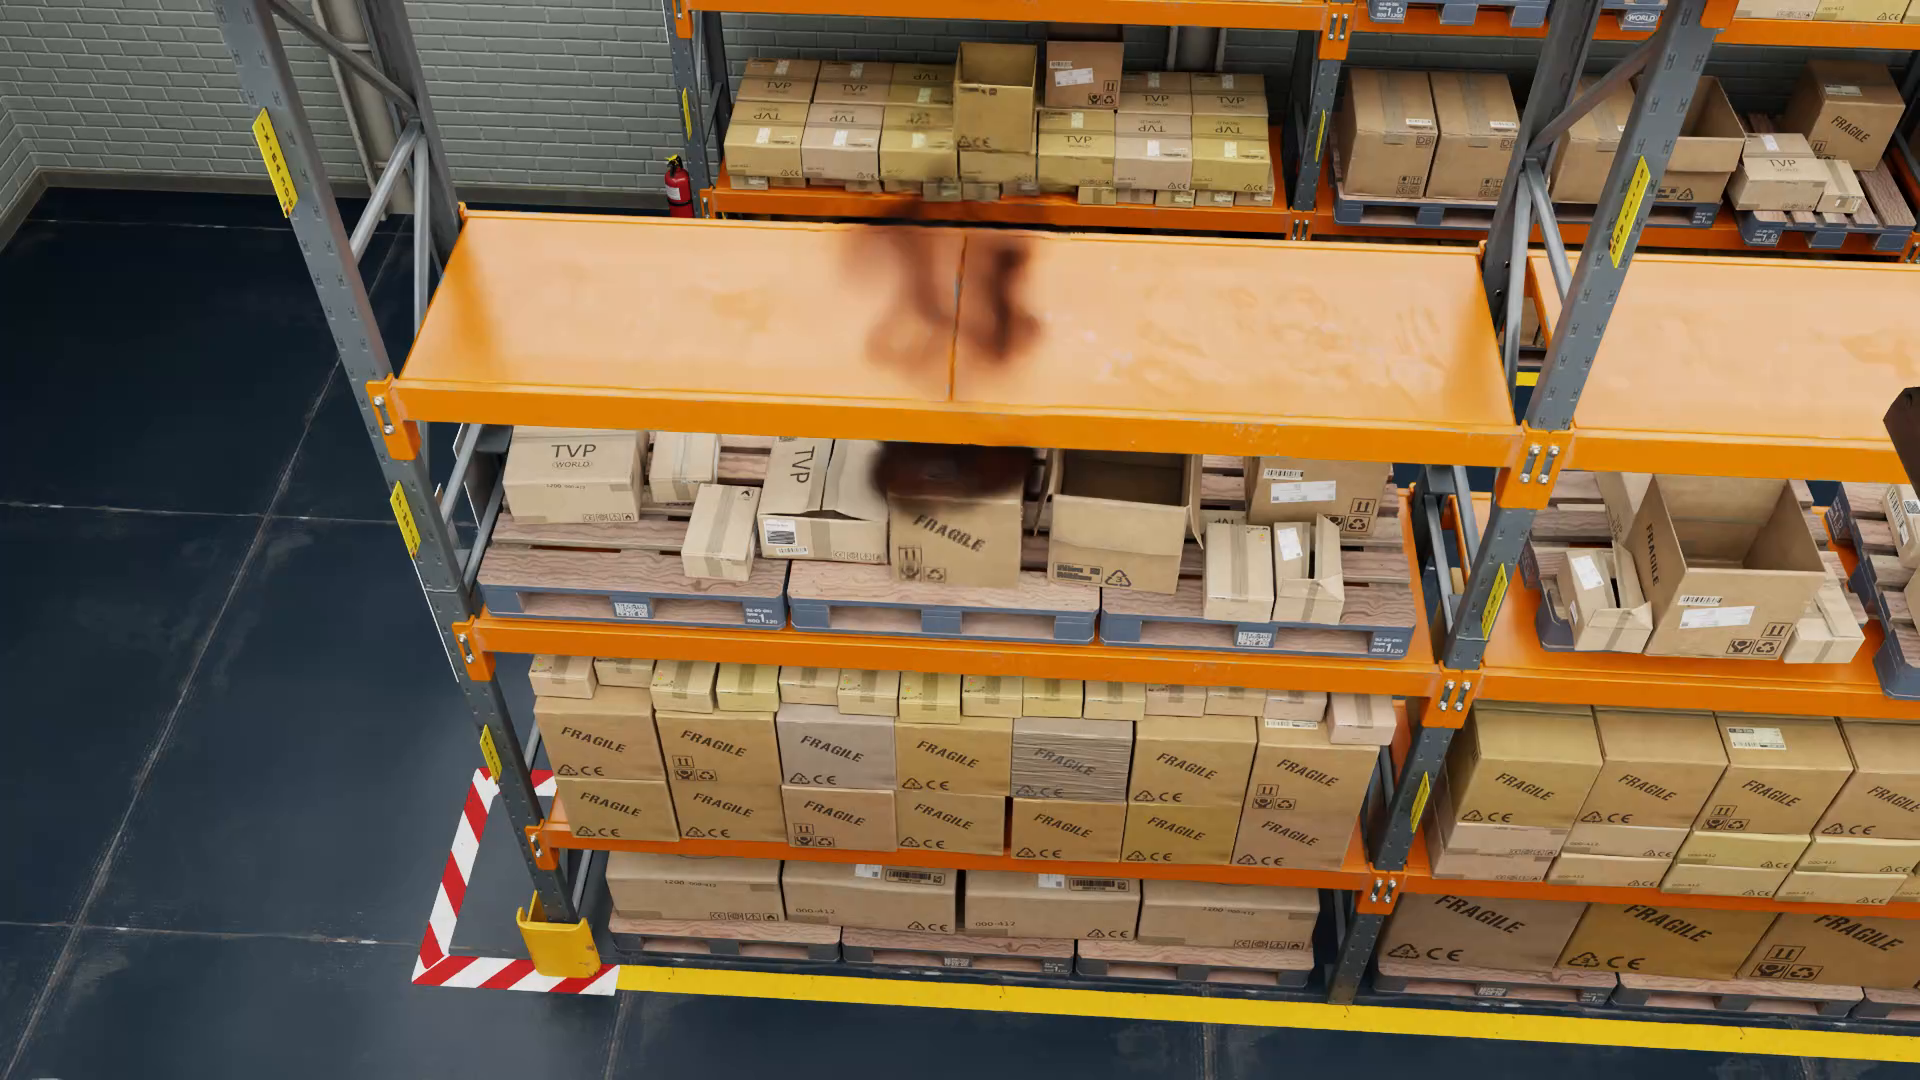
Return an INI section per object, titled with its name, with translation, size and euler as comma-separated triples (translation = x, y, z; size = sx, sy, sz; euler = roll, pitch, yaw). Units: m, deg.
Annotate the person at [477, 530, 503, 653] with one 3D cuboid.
[person]
translation = -2.371, 0.100, 9.137
size = 0.809, 1.702, 0.667
euler = -9, 48, -8
